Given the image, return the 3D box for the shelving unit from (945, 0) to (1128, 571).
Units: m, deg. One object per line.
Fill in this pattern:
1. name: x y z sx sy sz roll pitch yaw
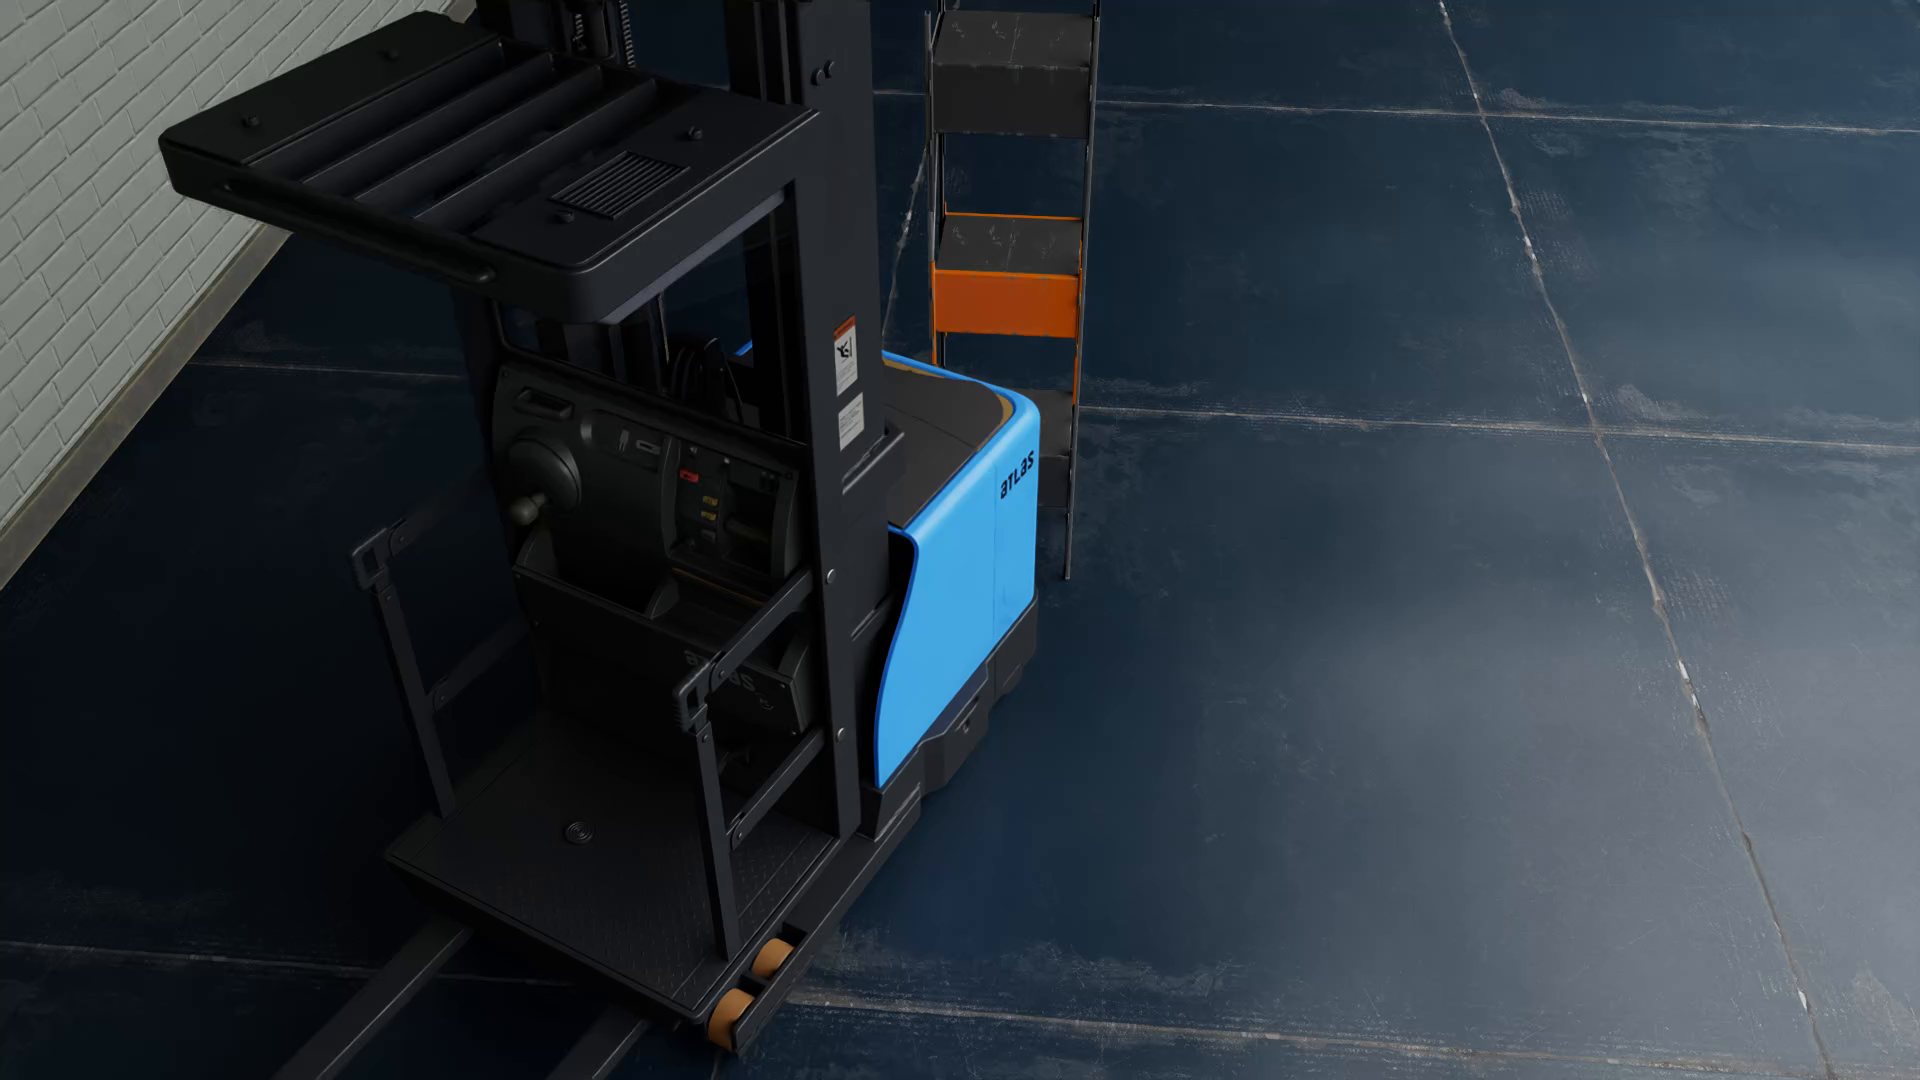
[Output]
1. shelving unit: 0.239 -0.854 5.636 0.503 2.100 0.431 7 40 8

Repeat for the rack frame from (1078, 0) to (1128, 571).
1. rack frame: 0.479 -0.826 5.602 0.015 2.100 0.400 7 40 8

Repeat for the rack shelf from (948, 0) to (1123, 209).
1. rack shelf: 0.239 -1.387 5.203 0.480 0.518 0.431 7 40 8

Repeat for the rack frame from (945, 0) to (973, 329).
1. rack frame: -0.001 -0.882 5.671 0.015 2.100 0.400 7 40 8

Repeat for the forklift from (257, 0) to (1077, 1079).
1. forklift: -0.780 -0.215 4.192 1.130 2.935 3.031 20 43 22

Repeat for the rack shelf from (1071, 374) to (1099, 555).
1. rack shelf: 0.239 -0.301 6.087 0.480 0.518 0.431 7 40 8

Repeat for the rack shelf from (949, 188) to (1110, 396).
1. rack shelf: 0.239 -0.844 5.645 0.480 0.518 0.431 7 40 8
